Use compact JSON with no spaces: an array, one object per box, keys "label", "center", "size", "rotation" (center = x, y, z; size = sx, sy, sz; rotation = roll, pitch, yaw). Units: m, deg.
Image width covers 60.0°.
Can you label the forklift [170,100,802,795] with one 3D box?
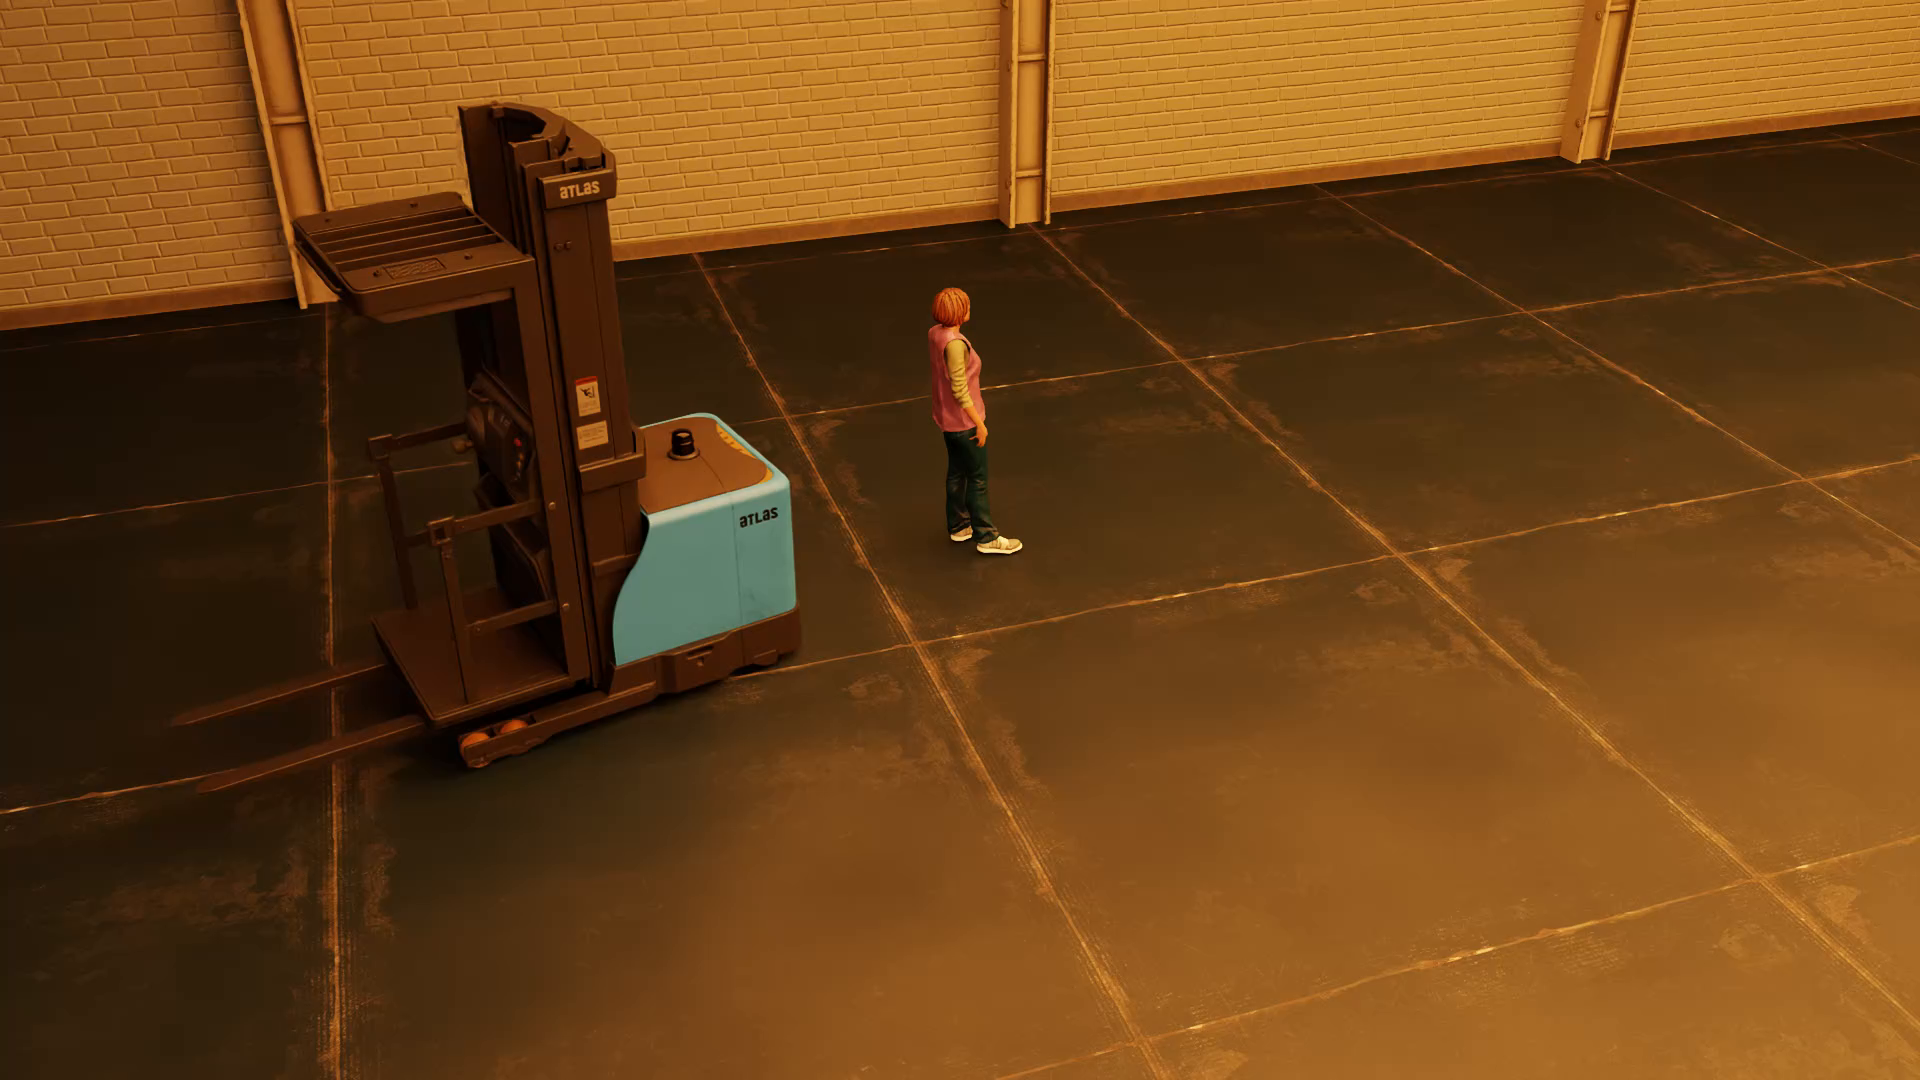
[{"label":"forklift","center":[-2.372,-0.464,7.893],"size":[3.031,2.935,1.130],"rotation":[-17,34,-28]}]

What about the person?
[{"label":"person","center":[0.075,-0.704,9.634],"size":[0.473,1.599,0.521],"rotation":[-10,31,-16]}]
